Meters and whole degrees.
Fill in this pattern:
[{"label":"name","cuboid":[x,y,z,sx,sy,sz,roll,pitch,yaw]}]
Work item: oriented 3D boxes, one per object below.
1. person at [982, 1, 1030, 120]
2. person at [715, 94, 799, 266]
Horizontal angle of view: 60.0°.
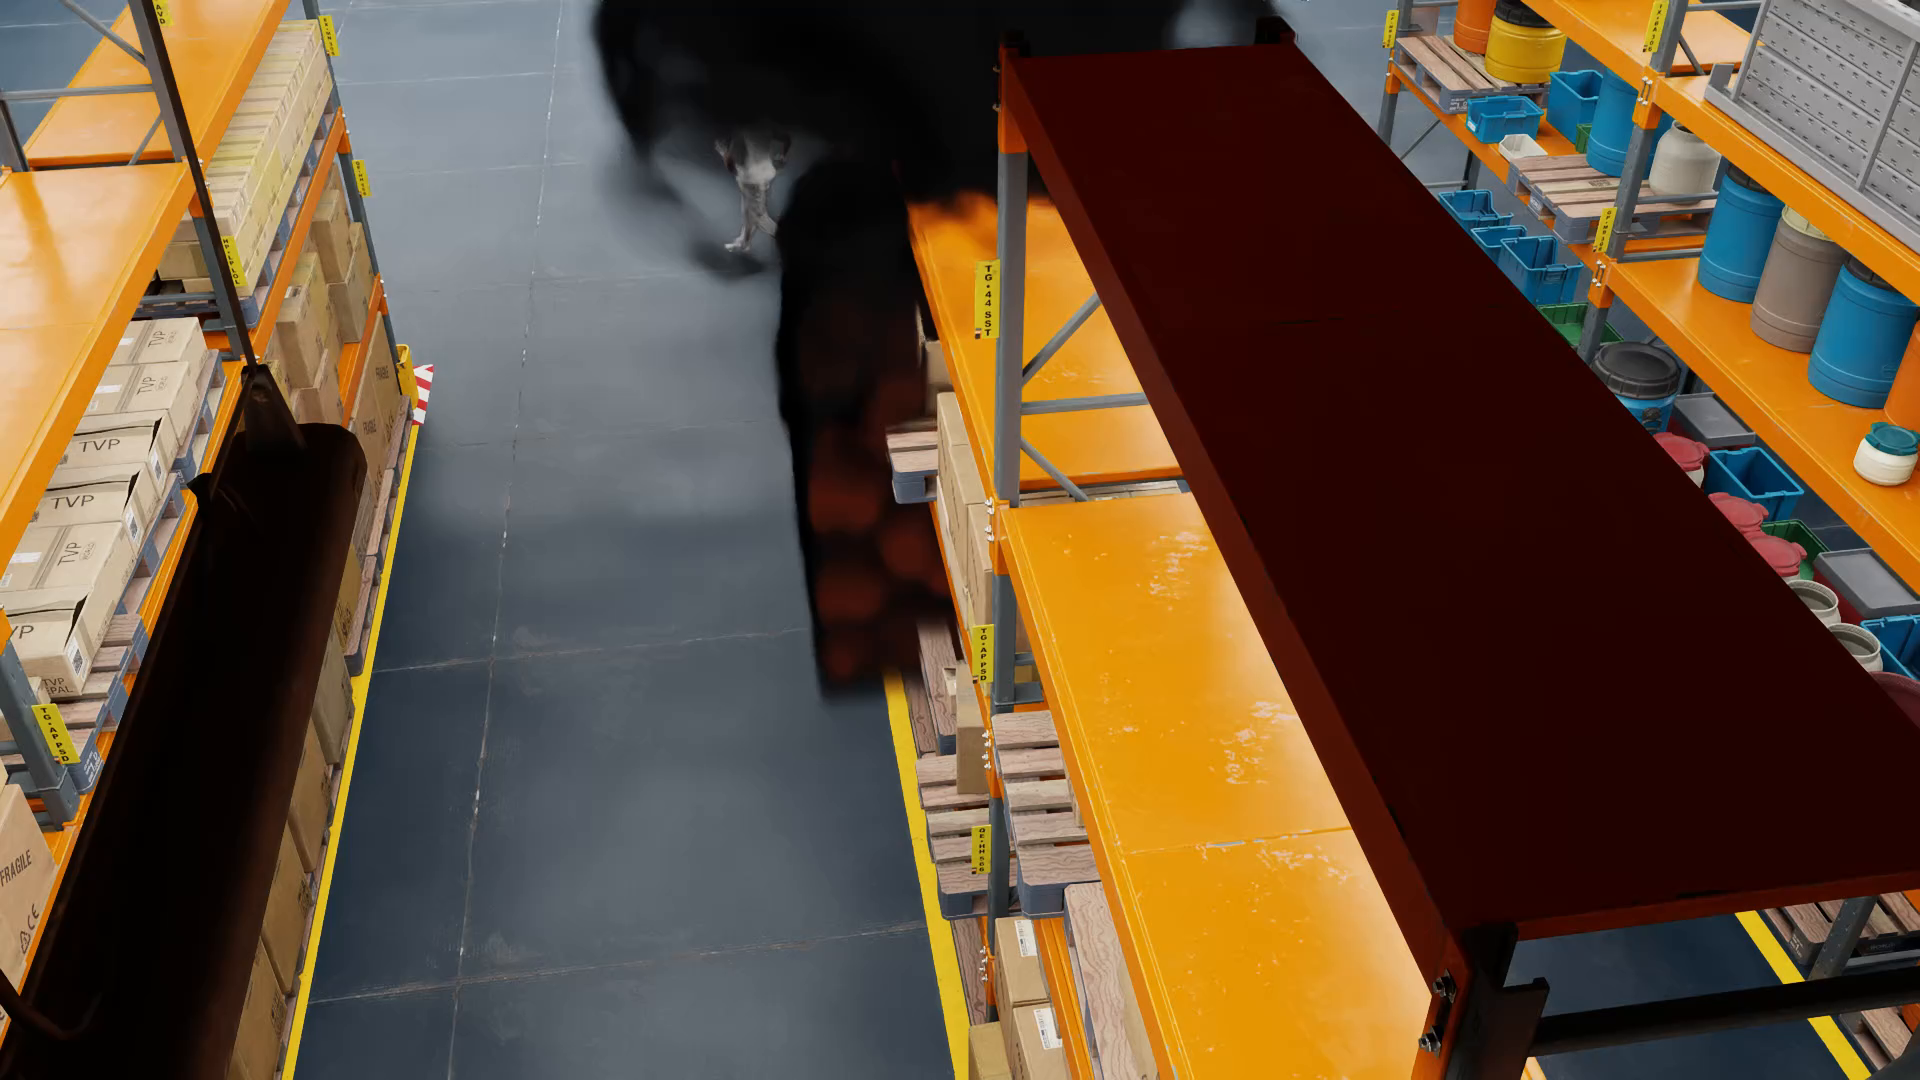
[{"label":"person","cuboid":[0.704,-5.300,19.205,0.903,1.840,0.679,10,37,13]},{"label":"person","cuboid":[-2.067,-3.646,16.854,0.992,1.781,0.679,18,40,23]}]
